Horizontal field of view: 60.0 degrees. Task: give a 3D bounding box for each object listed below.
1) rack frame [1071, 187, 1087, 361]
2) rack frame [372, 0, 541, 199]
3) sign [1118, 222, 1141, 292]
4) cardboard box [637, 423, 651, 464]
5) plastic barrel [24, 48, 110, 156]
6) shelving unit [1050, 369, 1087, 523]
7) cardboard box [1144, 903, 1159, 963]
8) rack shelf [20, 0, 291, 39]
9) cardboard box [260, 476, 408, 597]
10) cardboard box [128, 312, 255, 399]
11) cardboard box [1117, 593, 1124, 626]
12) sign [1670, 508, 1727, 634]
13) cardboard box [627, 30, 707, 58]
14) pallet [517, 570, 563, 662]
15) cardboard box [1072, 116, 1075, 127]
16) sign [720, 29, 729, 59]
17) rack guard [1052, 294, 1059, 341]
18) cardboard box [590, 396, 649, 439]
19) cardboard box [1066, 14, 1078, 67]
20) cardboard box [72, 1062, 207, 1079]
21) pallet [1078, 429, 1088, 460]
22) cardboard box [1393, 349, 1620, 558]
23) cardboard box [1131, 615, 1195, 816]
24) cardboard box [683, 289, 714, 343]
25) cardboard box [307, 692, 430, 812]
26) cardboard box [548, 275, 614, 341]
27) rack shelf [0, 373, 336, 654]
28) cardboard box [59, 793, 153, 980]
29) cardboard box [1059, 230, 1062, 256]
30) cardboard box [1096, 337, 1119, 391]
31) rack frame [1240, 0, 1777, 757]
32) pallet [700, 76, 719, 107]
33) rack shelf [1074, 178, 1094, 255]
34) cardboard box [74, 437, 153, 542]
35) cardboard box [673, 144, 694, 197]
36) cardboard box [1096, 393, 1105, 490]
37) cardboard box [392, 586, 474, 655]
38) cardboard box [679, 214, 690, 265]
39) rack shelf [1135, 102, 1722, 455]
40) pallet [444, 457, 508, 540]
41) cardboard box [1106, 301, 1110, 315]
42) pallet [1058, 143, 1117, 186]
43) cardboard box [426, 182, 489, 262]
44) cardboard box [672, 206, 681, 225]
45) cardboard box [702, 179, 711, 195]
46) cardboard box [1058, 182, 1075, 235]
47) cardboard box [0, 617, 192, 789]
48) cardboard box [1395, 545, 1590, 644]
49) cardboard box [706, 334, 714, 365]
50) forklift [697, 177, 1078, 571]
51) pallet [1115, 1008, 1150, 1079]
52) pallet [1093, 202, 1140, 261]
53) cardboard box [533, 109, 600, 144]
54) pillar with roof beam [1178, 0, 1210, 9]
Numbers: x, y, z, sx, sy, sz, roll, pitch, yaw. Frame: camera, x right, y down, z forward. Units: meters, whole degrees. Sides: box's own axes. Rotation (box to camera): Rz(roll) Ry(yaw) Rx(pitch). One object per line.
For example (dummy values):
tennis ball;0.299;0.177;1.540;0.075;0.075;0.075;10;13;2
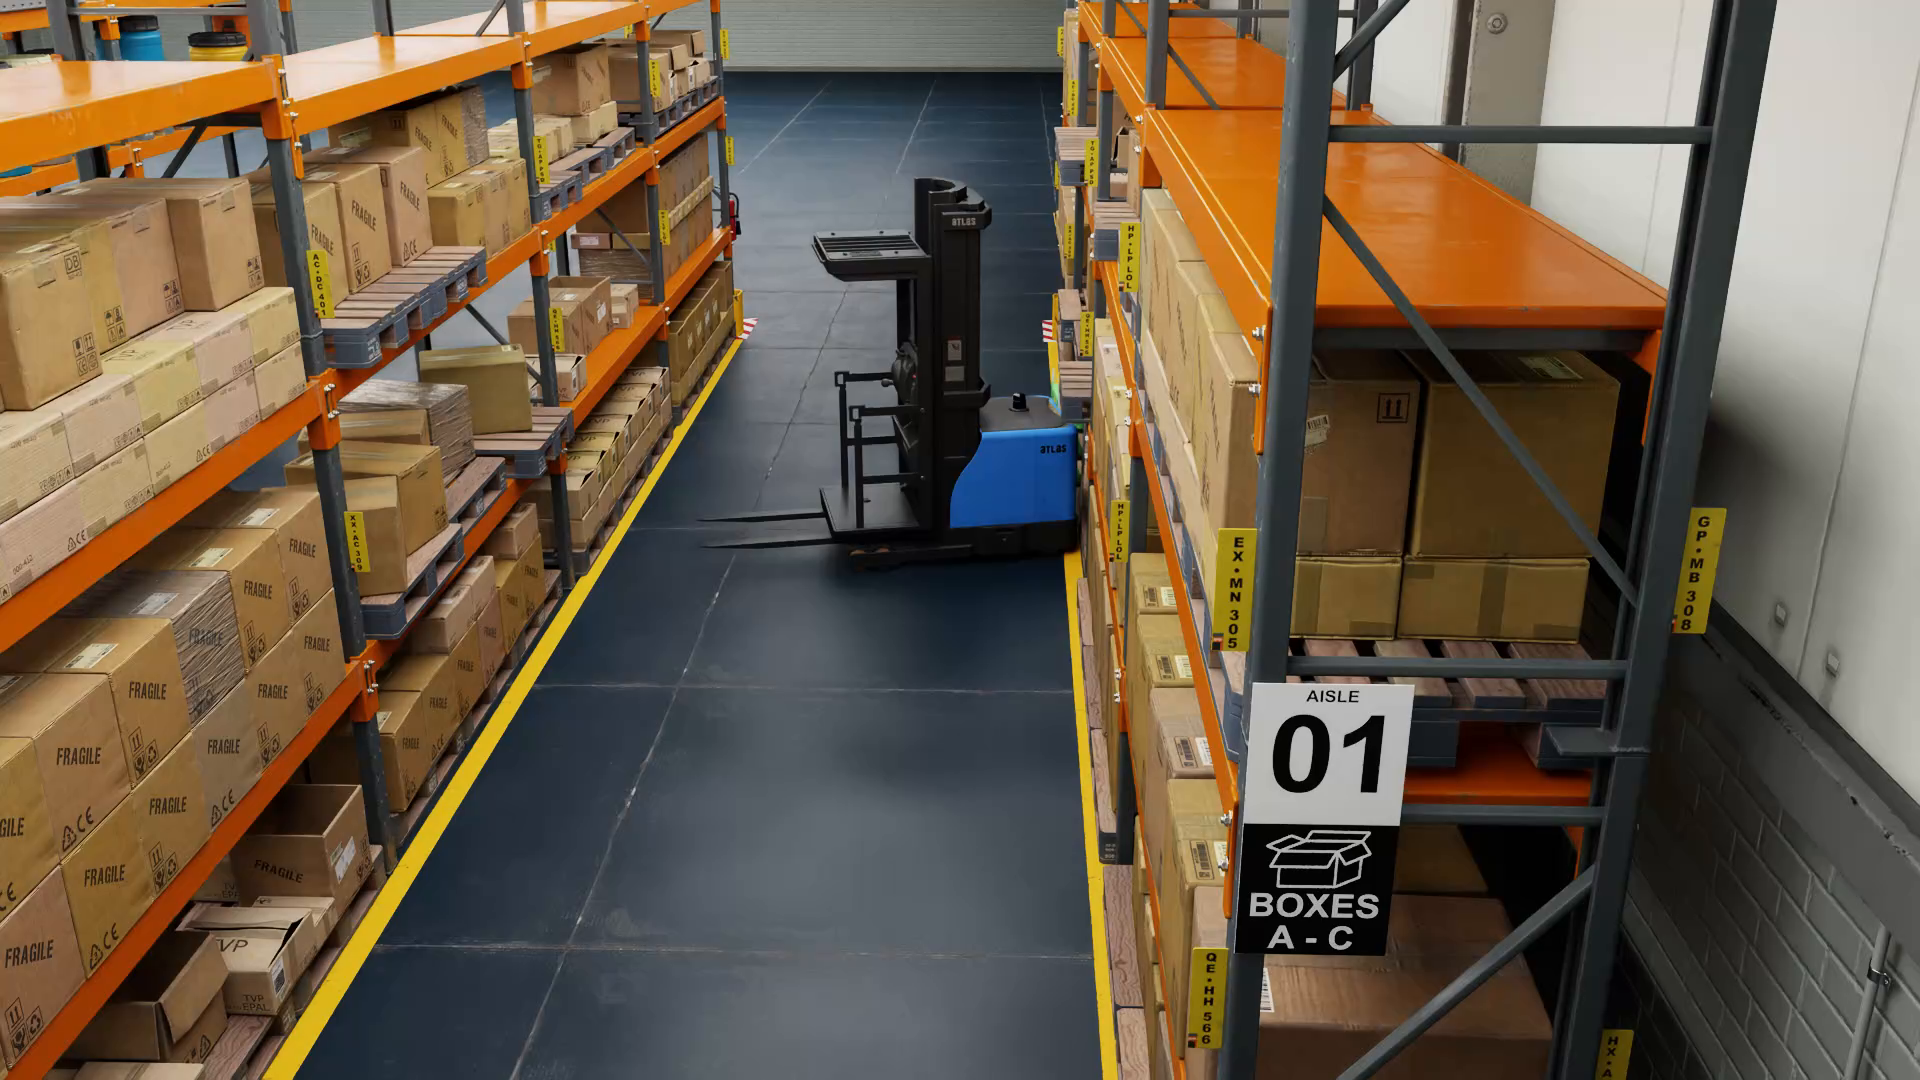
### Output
rack frame;1.584;-2.428;15.934;1.000;3.000;0.127;1;21;2
rack frame;-3.489;-3.832;11.259;1.000;3.000;0.127;1;21;2
sign;0.798;-1.324;7.793;0.100;0.325;0.005;1;21;2
cardboard box;-3.122;-0.874;15.150;0.500;0.250;0.500;1;21;3
plastic barrel;-8.117;-3.983;15.102;0.600;0.901;0.708;1;21;2
shelving unit;0.902;-0.796;14.034;0.258;1.200;0.503;0;24;-3
cardboard box;1.007;1.711;7.244;0.380;0.149;0.250;0;21;0
rack shelf;-8.257;-5.536;17.196;1.077;0.370;4.000;1;21;2
cardboard box;-3.372;0.000;8.957;0.700;0.500;0.500;-7;22;-17
cardboard box;-3.372;-0.791;7.084;0.500;0.250;0.500;1;21;2
cardboard box;1.052;0.355;9.080;0.380;0.149;0.250;1;21;3
sign;1.774;0.076;4.016;0.100;0.325;0.005;1;21;2
cardboard box;-3.267;-5.428;18.601;0.797;0.503;0.637;2;21;5
pallet;-3.549;0.534;12.153;1.003;0.211;1.213;1;21;2
cardboard box;1.381;-4.251;16.318;0.500;0.500;0.500;-1;21;-3
sign;-2.703;-5.691;19.082;0.100;0.325;0.005;1;21;2
rack guard;1.704;-2.682;20.043;1.175;0.500;0.348;1;21;2
cardboard box;-3.120;-1.139;15.056;0.500;0.311;0.500;1;21;1
cardboard box;1.381;-5.292;17.620;0.500;0.500;0.500;1;21;3
cardboard box;-3.402;2.379;6.737;0.500;0.250;0.500;1;21;2
pallet;1.562;-0.847;15.713;1.003;0.211;1.213;1;21;2
cardboard box;1.483;-0.271;4.680;0.500;0.500;0.500;0;21;0
cardboard box;1.281;0.784;7.240;0.980;0.700;0.700;0;21;0
cardboard box;-2.997;-2.452;18.178;0.500;0.500;0.500;1;21;2
cardboard box;-3.352;1.199;9.433;0.500;0.500;0.500;0;21;-1
cardboard box;-3.423;-2.060;14.847;0.500;0.500;0.500;2;21;6
rack shelf;-3.671;0.071;6.340;1.077;0.370;4.000;1;21;2
cardboard box;-3.426;1.285;6.225;0.500;0.500;0.500;1;21;1
cardboard box;1.351;-3.269;18.281;0.500;0.250;0.500;0;21;1
cardboard box;1.176;-1.171;11.079;0.500;0.250;0.500;0;21;1
rack frame;1.219;-0.886;3.667;1.000;3.000;0.127;1;21;2
pallet;-3.293;-5.030;18.614;1.003;0.211;1.213;1;21;2
rack shelf;1.524;-2.768;13.658;1.077;0.370;4.000;1;21;2
cardboard box;-3.412;-0.196;6.243;0.500;0.250;0.500;1;21;2
cardboard box;-3.299;-4.019;18.102;0.700;0.500;0.500;1;21;2
cardboard box;1.151;-0.635;10.736;0.500;0.500;0.500;1;21;1
cardboard box;-3.322;0.488;10.229;0.500;0.250;0.500;1;21;2
cardboard box;-3.317;-3.246;17.903;0.700;0.500;0.500;1;21;3
rack shelf;1.280;-1.088;5.733;1.077;0.370;4.000;1;21;2
pallet;-3.543;-0.243;10.566;1.003;0.211;1.213;1;21;2
cardboard box;1.457;-1.606;13.069;0.700;0.500;0.500;-1;21;-3
pallet;1.431;-3.142;13.887;1.213;0.211;1.003;1;21;2
cardboard box;-3.500;-1.950;10.416;0.910;0.500;0.500;1;21;2
cardboard box;-3.130;-3.392;17.382;0.380;0.149;0.250;0;21;0
cardboard box;-3.073;-4.042;19.058;0.380;0.149;0.250;1;21;3
cardboard box;1.344;-3.629;18.171;0.500;0.500;0.500;0;21;0
cardboard box;-3.412;0.633;6.523;0.500;0.500;0.500;0;21;1
cardboard box;1.487;0.078;4.816;0.500;0.250;0.500;2;21;4
cardboard box;-3.000;-2.102;18.314;0.500;0.250;0.500;1;21;2
forklift;-0.616;-1.325;13.185;3.031;2.935;1.130;-4;22;-10
pallet;1.205;2.481;7.138;1.003;0.211;1.213;1;21;2
pallet;1.496;-2.059;11.097;1.213;0.211;1.003;2;21;4
cardboard box;-3.409;-3.584;14.394;0.500;0.250;0.500;-1;21;-4
pillar with roof beam;-1.754;-6.456;18.022;9.100;9.000;0.400;1;21;2
